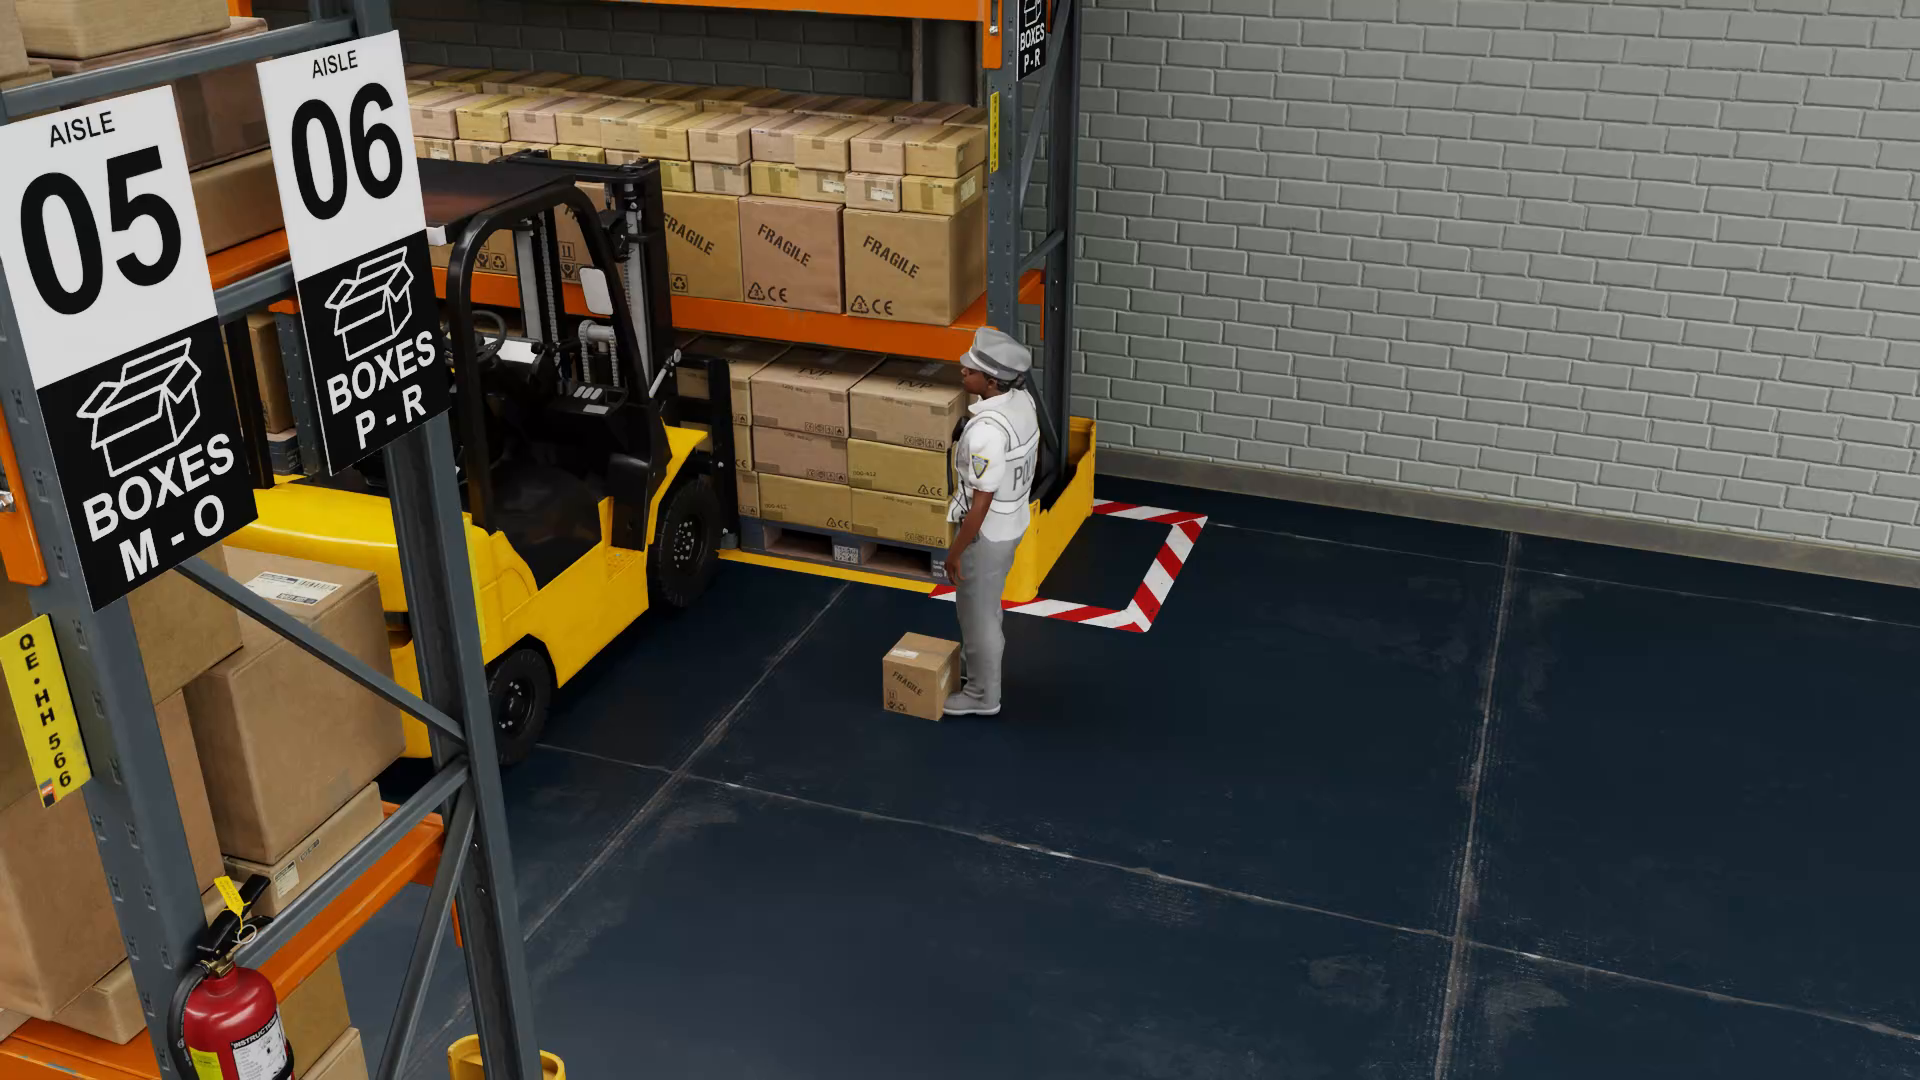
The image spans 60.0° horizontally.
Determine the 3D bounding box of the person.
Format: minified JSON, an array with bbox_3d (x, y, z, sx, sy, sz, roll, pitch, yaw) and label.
[{"bbox_3d":[0.045,-0.064,6.685,0.529,1.694,0.568,9,27,18],"label":"person"}]
